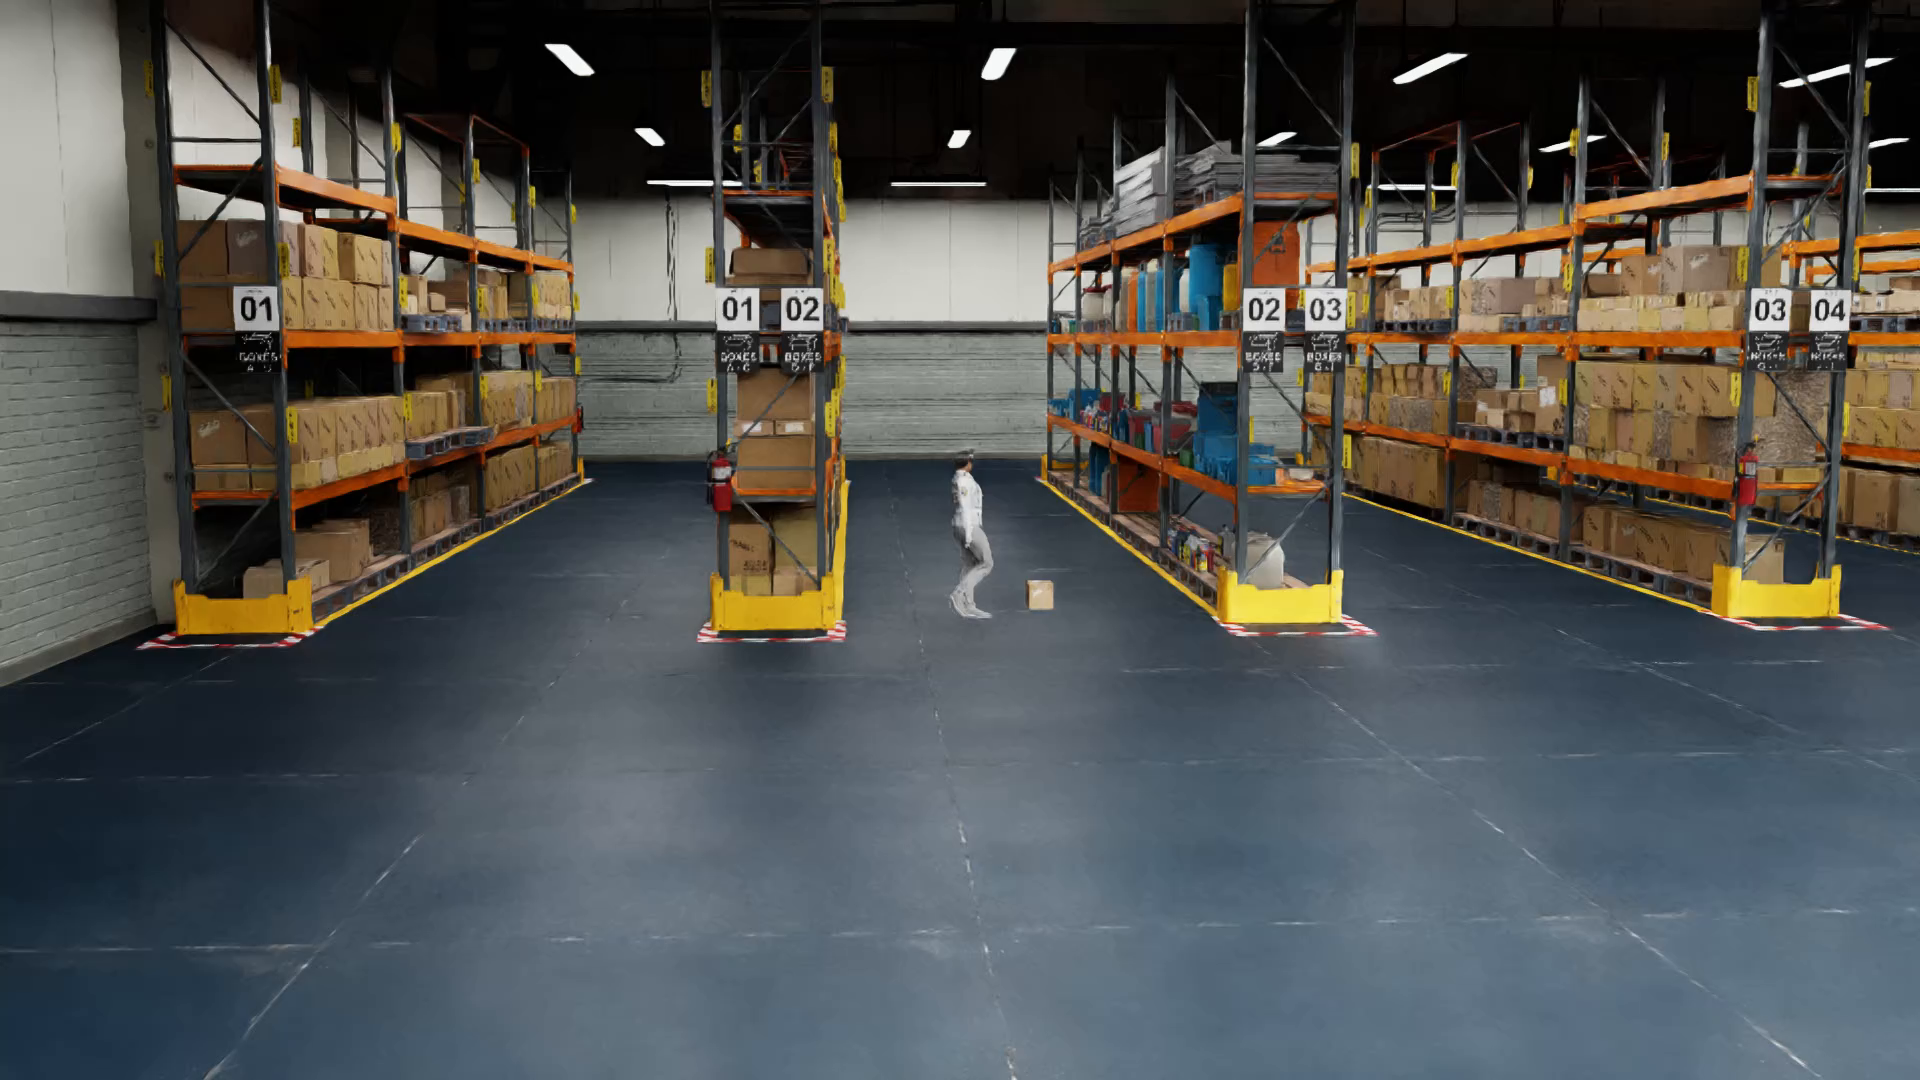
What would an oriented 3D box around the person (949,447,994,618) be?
[{"bbox_3d":[0.082,-0.070,16.247,0.424,1.667,0.607,-1,7,-11],"label":"person"}]
